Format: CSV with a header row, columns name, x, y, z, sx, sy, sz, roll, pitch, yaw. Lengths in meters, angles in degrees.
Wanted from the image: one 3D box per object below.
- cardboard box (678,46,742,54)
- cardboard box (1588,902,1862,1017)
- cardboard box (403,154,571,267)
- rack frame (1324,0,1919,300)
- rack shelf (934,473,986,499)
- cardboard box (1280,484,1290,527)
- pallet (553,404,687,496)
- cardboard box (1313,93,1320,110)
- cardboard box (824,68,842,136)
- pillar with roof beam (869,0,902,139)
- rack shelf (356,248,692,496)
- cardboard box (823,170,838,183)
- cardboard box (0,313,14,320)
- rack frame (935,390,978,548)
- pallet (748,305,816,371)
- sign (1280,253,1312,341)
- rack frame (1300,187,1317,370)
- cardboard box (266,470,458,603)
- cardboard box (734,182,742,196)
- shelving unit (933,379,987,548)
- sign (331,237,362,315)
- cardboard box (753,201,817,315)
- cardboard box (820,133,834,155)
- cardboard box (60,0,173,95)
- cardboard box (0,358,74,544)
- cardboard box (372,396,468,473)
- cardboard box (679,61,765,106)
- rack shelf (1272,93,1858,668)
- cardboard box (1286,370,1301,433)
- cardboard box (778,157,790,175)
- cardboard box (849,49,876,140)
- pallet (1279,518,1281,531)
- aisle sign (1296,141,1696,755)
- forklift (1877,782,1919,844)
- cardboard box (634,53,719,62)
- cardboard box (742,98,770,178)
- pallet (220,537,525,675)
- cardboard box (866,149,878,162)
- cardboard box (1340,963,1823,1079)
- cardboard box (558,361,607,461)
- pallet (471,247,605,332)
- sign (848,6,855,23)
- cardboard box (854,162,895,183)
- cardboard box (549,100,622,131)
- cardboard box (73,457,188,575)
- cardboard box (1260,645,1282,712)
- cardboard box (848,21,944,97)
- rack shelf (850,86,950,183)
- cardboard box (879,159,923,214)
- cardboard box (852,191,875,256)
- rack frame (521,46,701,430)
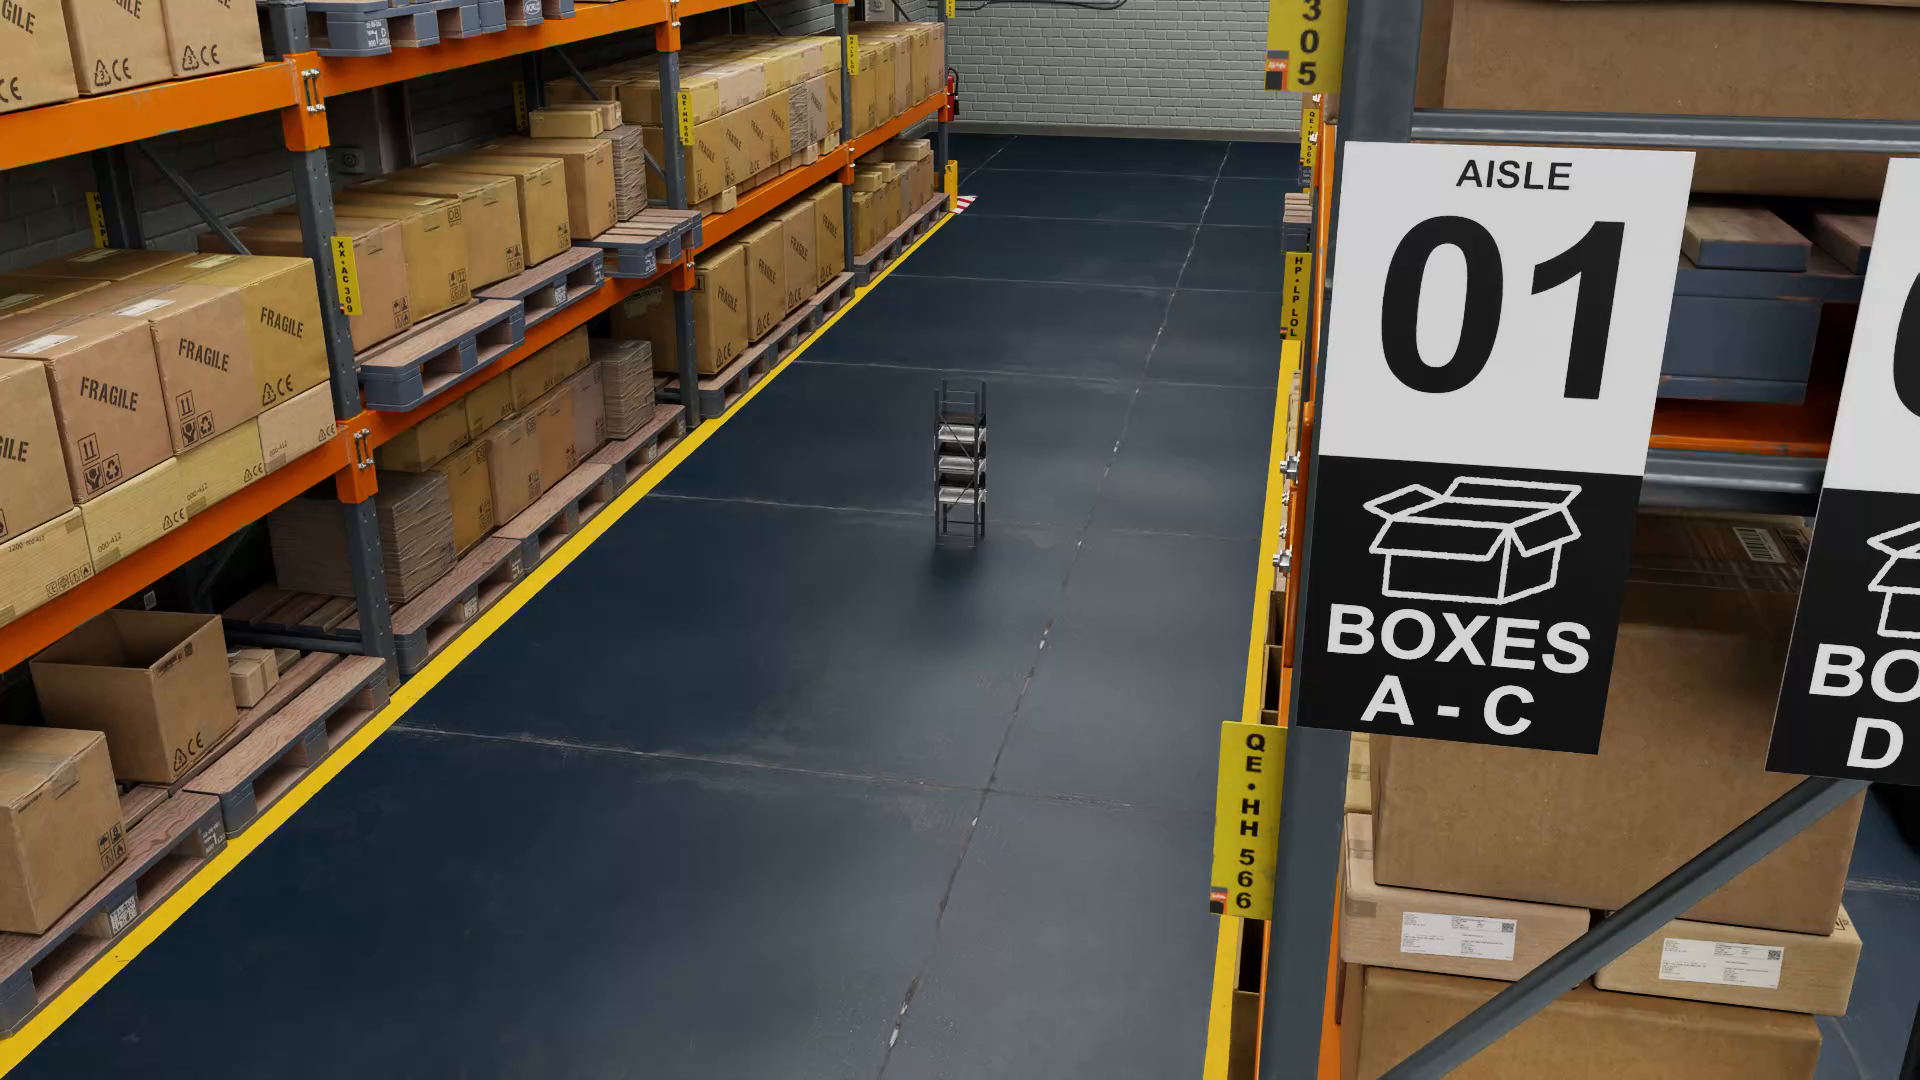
name,x,y,z,sx,sy,sz,roll,pitch,yaw
cardboard box,-1.994,-3.674,12.898,0.500,0.250,0.500,4,22,9
cardboard box,1.245,0.634,2.761,0.380,0.149,0.250,4,22,11
cardboard box,-2.583,-1.814,9.119,0.700,0.500,0.500,4,22,11
rack frame,0.954,-1.674,1.465,1.000,3.000,0.127,4,22,11
rack shelf,0.002,-0.306,9.239,0.258,0.077,0.200,4,22,11
cardboard box,1.776,-0.077,7.897,0.500,0.311,0.500,4,22,11
pallet,-2.425,-0.614,10.596,1.003,0.211,1.213,4,22,11
cardboard box,3.009,-3.109,12.361,0.700,0.500,0.500,8,23,19
cardboard box,-1.295,-3.662,13.872,0.500,0.500,0.500,4,22,10
pillar with roof beam,3.287,-8.627,18.729,9.100,9.000,0.400,4,22,11
rack shelf,-2.672,-1.128,9.102,1.077,0.370,4.000,4,22,11
cardboard box,-1.260,-3.509,15.968,0.380,0.149,0.250,4,22,9
cardboard box,-3.597,-0.491,5.728,0.500,0.500,0.500,5,22,12
rack frame,-0.019,-0.383,9.101,0.240,0.900,0.006,4,22,11
pallet,-1.778,-1.627,13.111,1.003,0.211,1.213,4,22,11
sign,1.237,-0.892,6.110,0.100,0.325,0.005,4,22,11
rack frame,2.586,-1.817,9.850,1.000,3.000,0.127,4,22,11
cardboard box,-2.946,-0.045,8.208,0.700,0.500,0.500,5,23,13
cardboard box,-1.798,-2.568,12.024,0.380,0.149,0.250,5,22,12
shelving unit,0.002,-0.420,9.193,0.258,0.900,0.210,4,22,11
sign,-2.547,-1.093,6.894,0.100,0.325,0.005,4,22,11
cardboard box,-1.632,-2.281,13.317,0.750,0.750,0.750,5,23,13
cardboard box,-1.268,-3.310,13.866,0.380,0.149,0.250,5,22,12
cardboard box,-3.057,-1.790,5.607,0.500,0.500,0.500,3,22,6
cardboard box,-3.189,-0.265,5.166,0.500,0.500,0.500,5,23,13
cardboard box,-2.860,-0.555,8.469,0.500,0.250,0.500,4,22,10
cardboard box,-1.712,-3.261,11.873,0.500,0.250,0.500,5,22,11
rack shelf,1.362,-0.680,3.976,1.077,0.370,4.000,4,22,11
cardboard box,2.192,-0.827,9.760,0.500,0.311,0.500,5,23,13
cardboard box,-1.542,-2.942,12.954,0.380,0.149,0.250,4,22,9
cardboard box,-1.321,-3.992,14.850,0.980,0.700,0.700,5,22,12
pallet,2.129,0.219,8.526,1.003,0.211,1.213,4,22,11
aisle sign,0.653,-0.095,2.096,0.394,0.787,0.004,4,22,11
forklift,4.498,-0.612,6.949,1.130,2.935,3.031,6,23,13
cardboard box,-2.105,-3.483,12.424,0.500,0.250,0.500,4,22,10
cardboard box,-1.696,-2.917,12.023,0.500,0.500,0.500,4,22,11
pallet,-2.923,0.278,8.380,1.003,0.211,1.213,4,22,11
cardboard box,-1.052,-3.883,16.895,0.380,0.149,0.250,5,22,12
cardboard box,1.062,0.893,2.988,0.700,0.500,0.500,4,22,11
cardboard box,-2.579,-0.791,10.060,0.700,0.500,0.500,4,22,11
pallet,-2.628,-1.377,9.015,1.003,0.211,1.213,4,22,11
sign,-1.174,-5.602,17.983,0.100,0.325,0.005,4,22,11
cardboard box,-0.840,-3.560,16.094,0.380,0.149,0.250,4,22,9
cardboard box,-2.305,-2.616,10.243,0.380,0.149,0.250,2,22,4
cardboard box,-3.077,-0.107,5.778,0.500,0.250,0.500,4,22,11
cardboard box,1.275,0.708,5.695,0.500,0.500,0.500,4,22,11
cardboard box,-0.726,-5.071,17.528,0.980,0.700,0.700,5,23,13
rack shelf,-1.040,-4.054,16.367,1.077,0.370,4.000,4,22,11
cardboard box,-0.779,-3.708,17.328,0.700,0.500,0.500,4,22,11
cardboard box,-1.195,-2.957,15.465,0.700,0.500,0.500,5,22,12
rack frame,-2.264,-2.193,10.784,1.000,3.000,0.127,4,22,11
